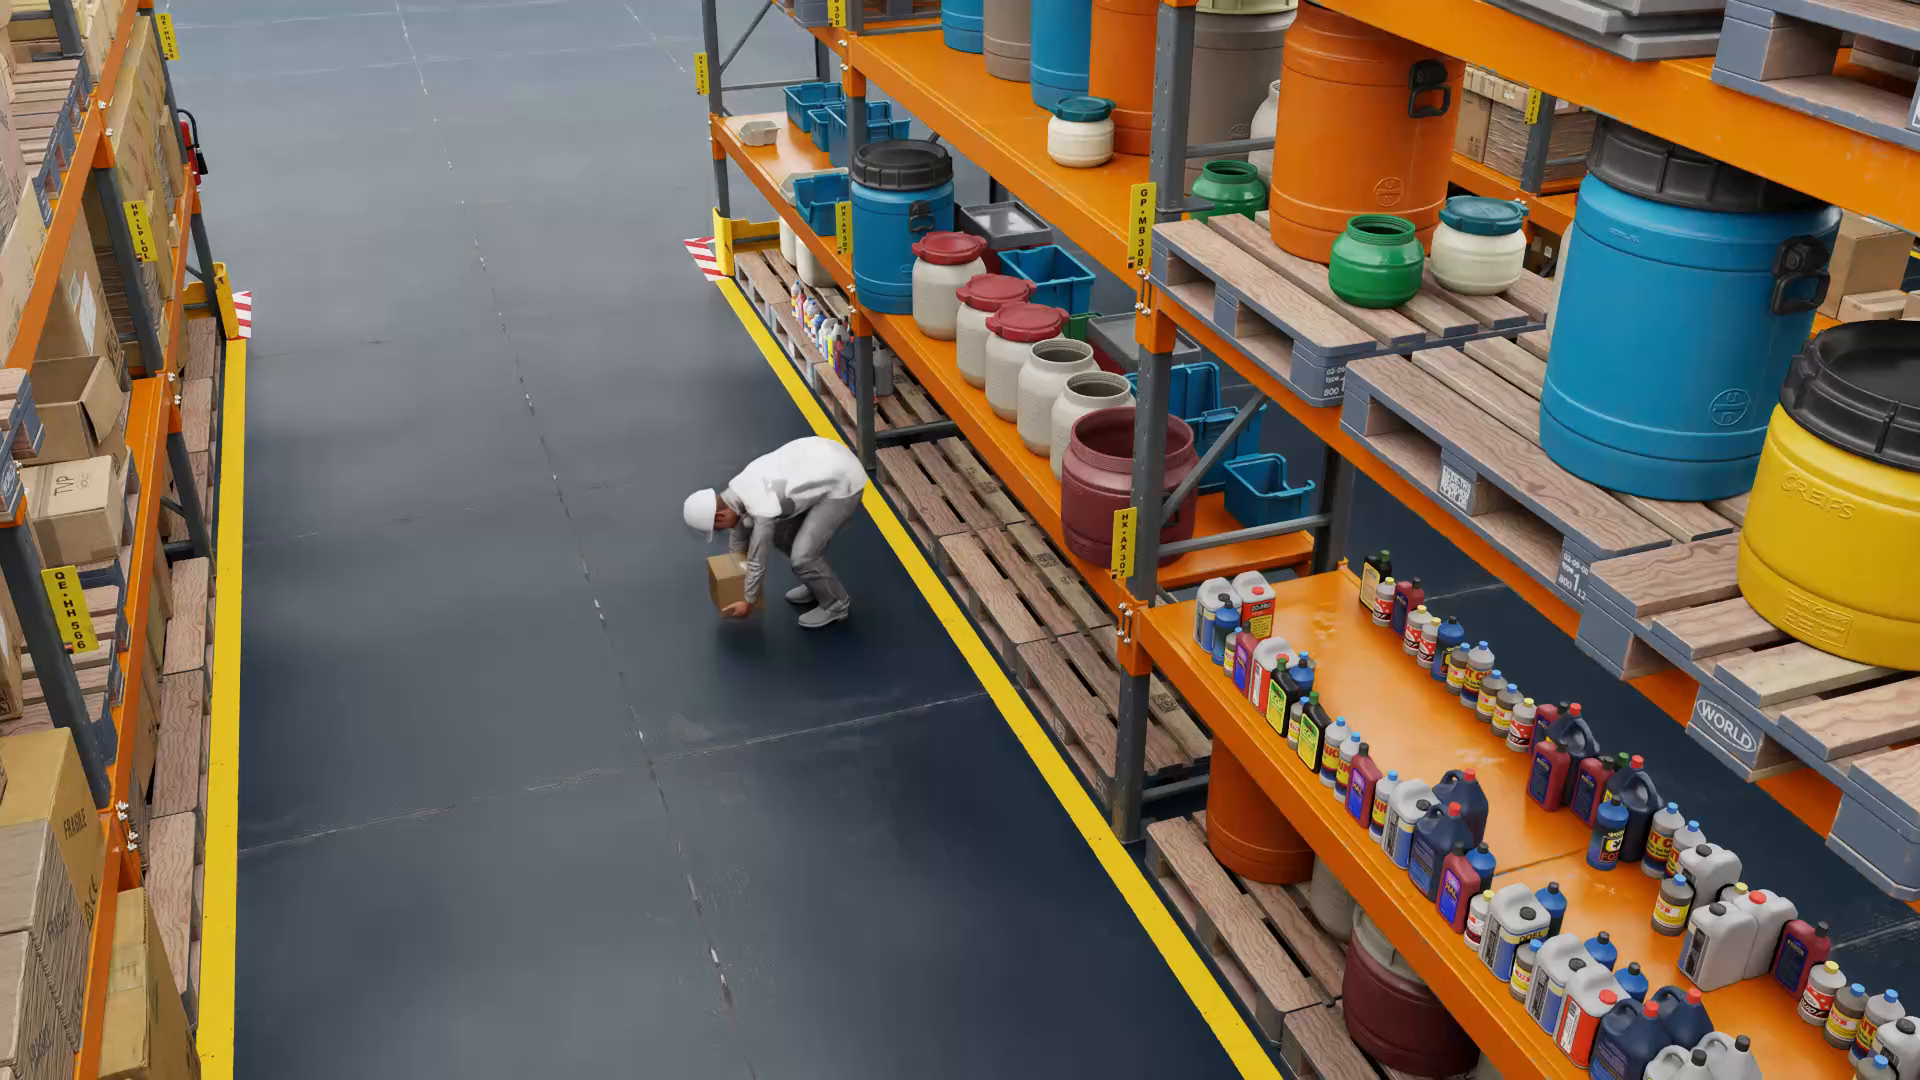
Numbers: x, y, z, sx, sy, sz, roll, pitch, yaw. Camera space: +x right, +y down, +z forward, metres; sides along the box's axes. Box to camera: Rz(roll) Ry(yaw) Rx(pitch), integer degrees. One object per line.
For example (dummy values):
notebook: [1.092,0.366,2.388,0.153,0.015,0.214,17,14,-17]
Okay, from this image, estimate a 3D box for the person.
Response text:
person: [-1.000,-0.020,9.094,1.005,1.040,0.496,-12,32,-20]
